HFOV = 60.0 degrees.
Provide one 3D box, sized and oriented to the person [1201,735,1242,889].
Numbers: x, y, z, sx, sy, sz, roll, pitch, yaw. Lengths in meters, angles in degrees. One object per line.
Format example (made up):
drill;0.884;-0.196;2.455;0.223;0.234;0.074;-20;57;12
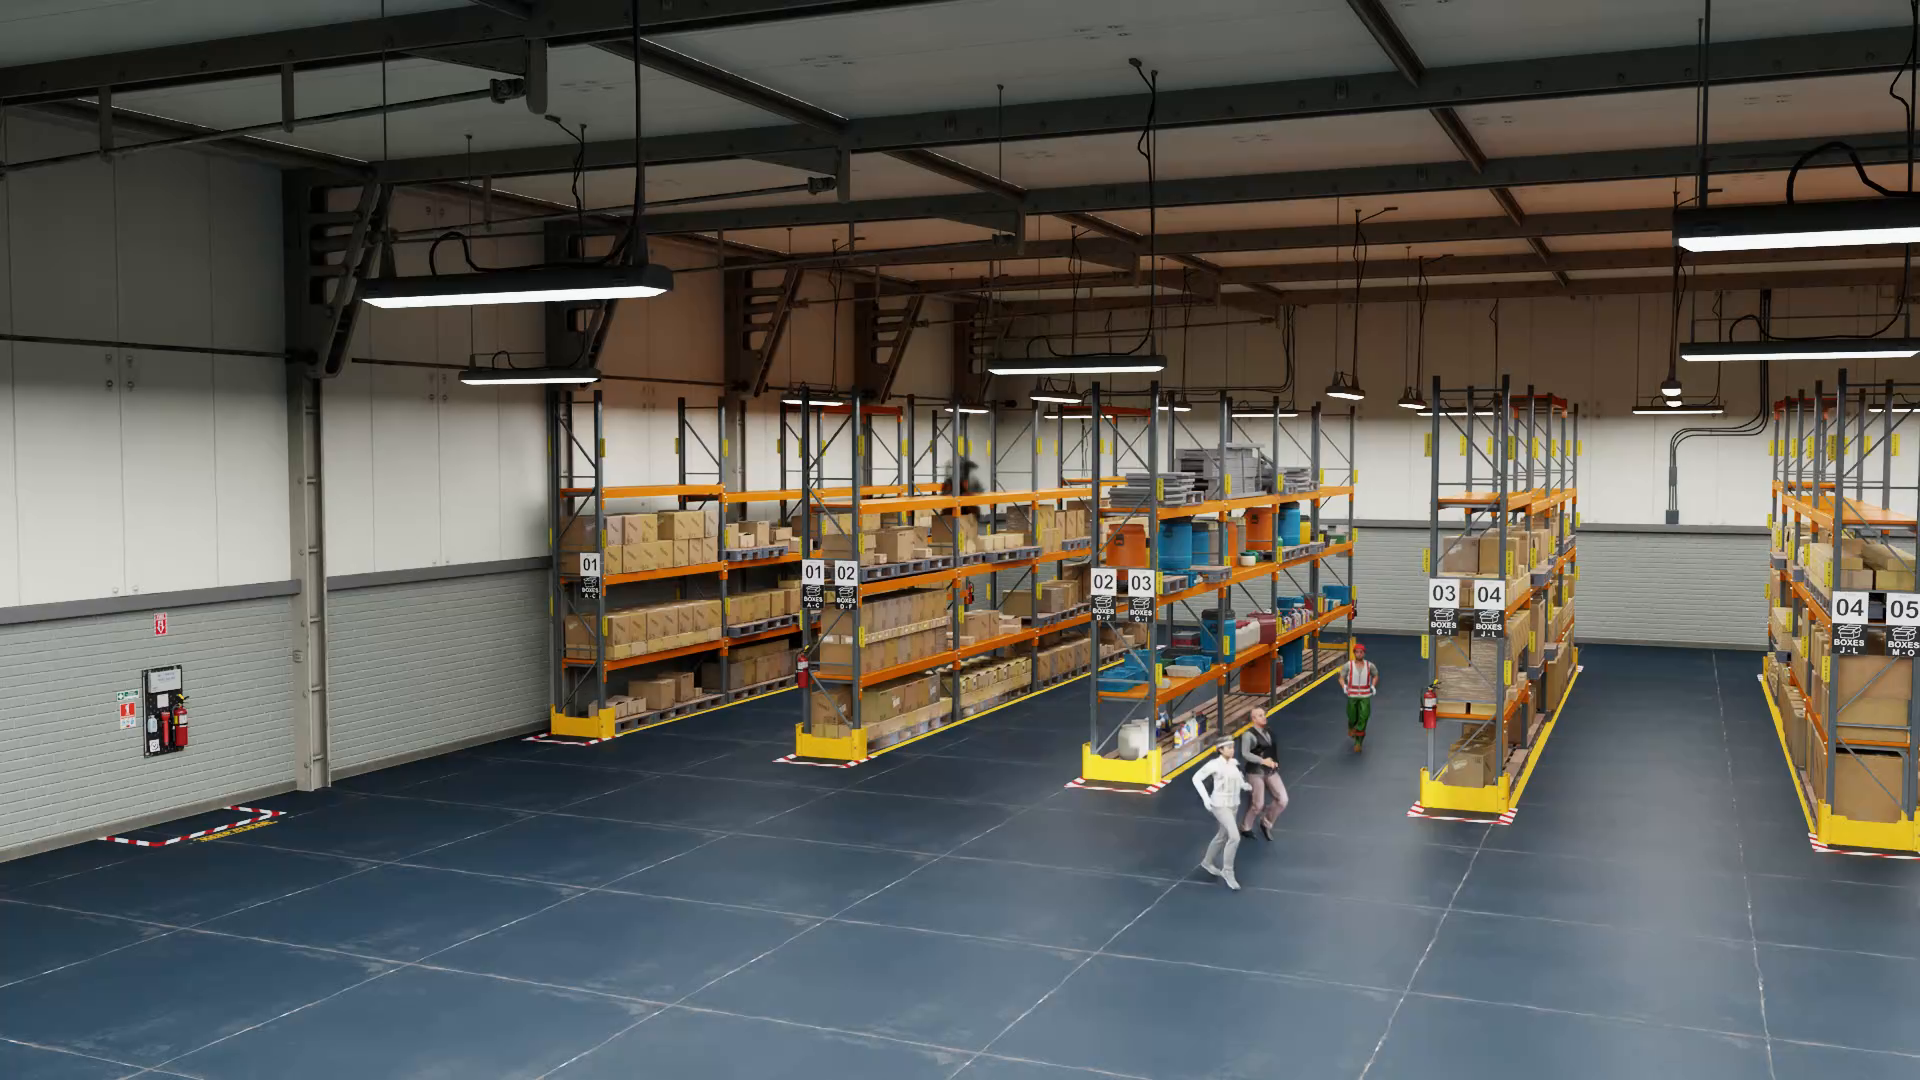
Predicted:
person;3.022;3.101;19.156;0.393;1.752;0.655;-3;4;-44

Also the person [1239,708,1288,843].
person;3.874;2.989;21.154;0.545;1.715;0.670;-2;4;-34

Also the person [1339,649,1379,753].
person;6.623;2.624;27.585;0.653;1.711;0.818;0;3;9
